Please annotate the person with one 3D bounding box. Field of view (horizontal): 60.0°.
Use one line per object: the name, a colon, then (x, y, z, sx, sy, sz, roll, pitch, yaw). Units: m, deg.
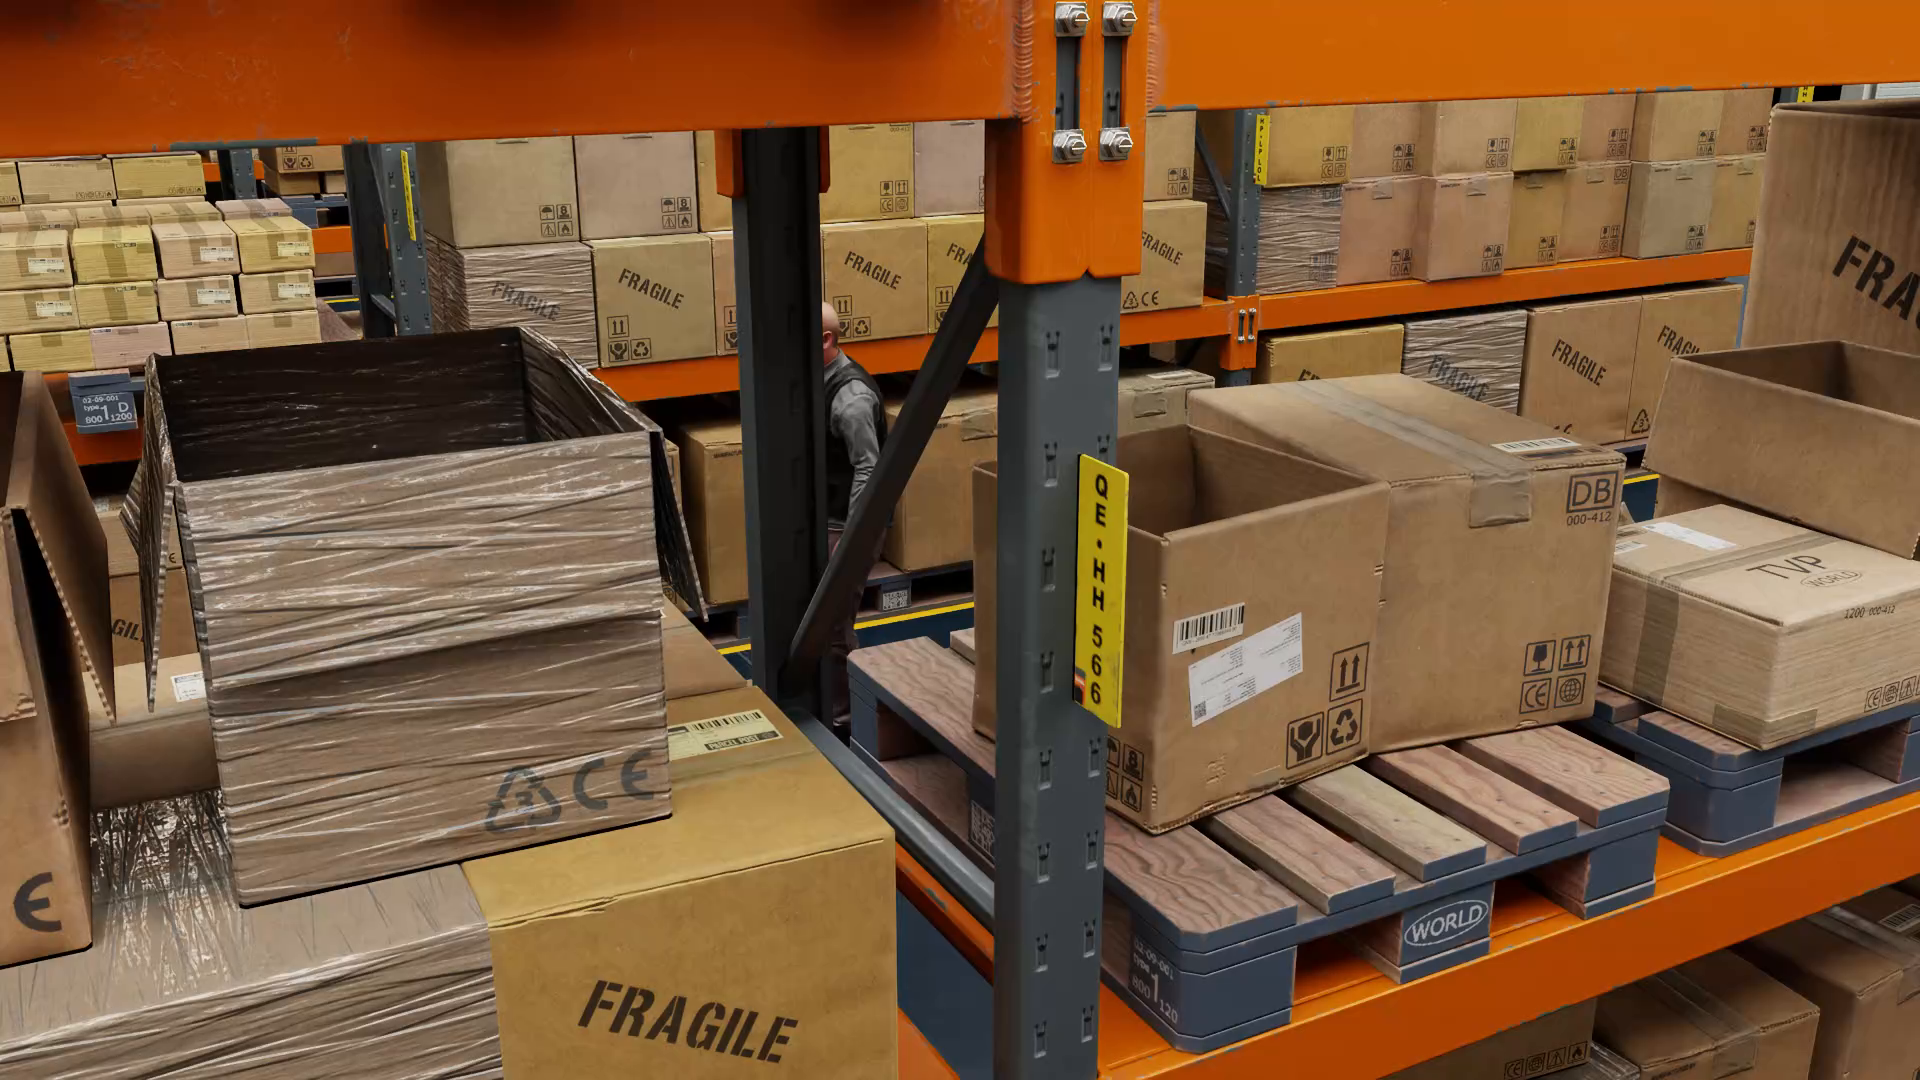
person: (-0.487, -0.058, 6.272, 0.468, 1.720, 0.579, -10, 21, -27)
